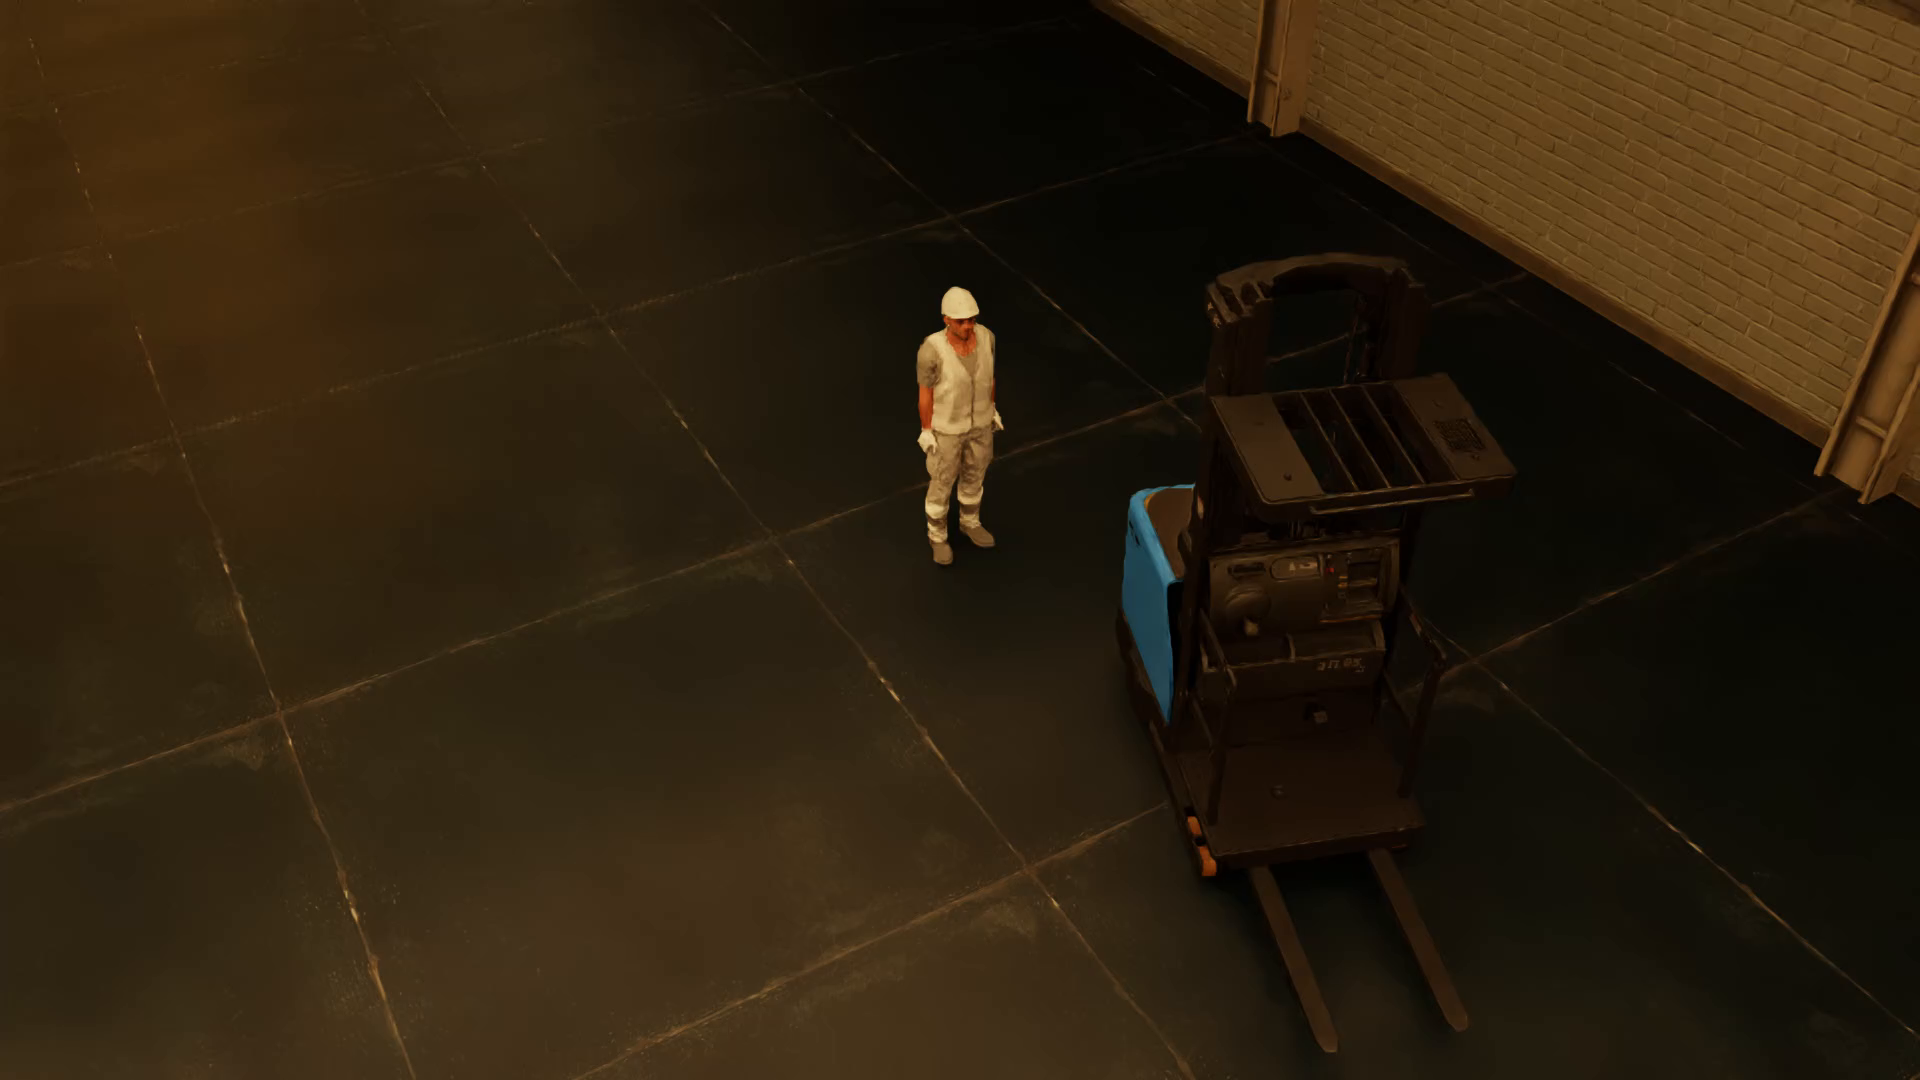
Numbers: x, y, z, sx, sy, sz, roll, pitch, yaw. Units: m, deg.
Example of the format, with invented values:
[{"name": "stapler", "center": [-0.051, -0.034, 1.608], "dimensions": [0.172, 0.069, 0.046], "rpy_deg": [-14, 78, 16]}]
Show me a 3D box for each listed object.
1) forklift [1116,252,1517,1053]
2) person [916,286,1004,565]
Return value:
[{"name": "forklift", "center": [1.663, 0.299, 7.676], "dimensions": [1.130, 2.935, 3.031], "rpy_deg": [-7, 40, -8]}, {"name": "person", "center": [0.012, -0.678, 9.747], "dimensions": [0.540, 1.795, 0.349], "rpy_deg": [-20, 44, -23]}]
